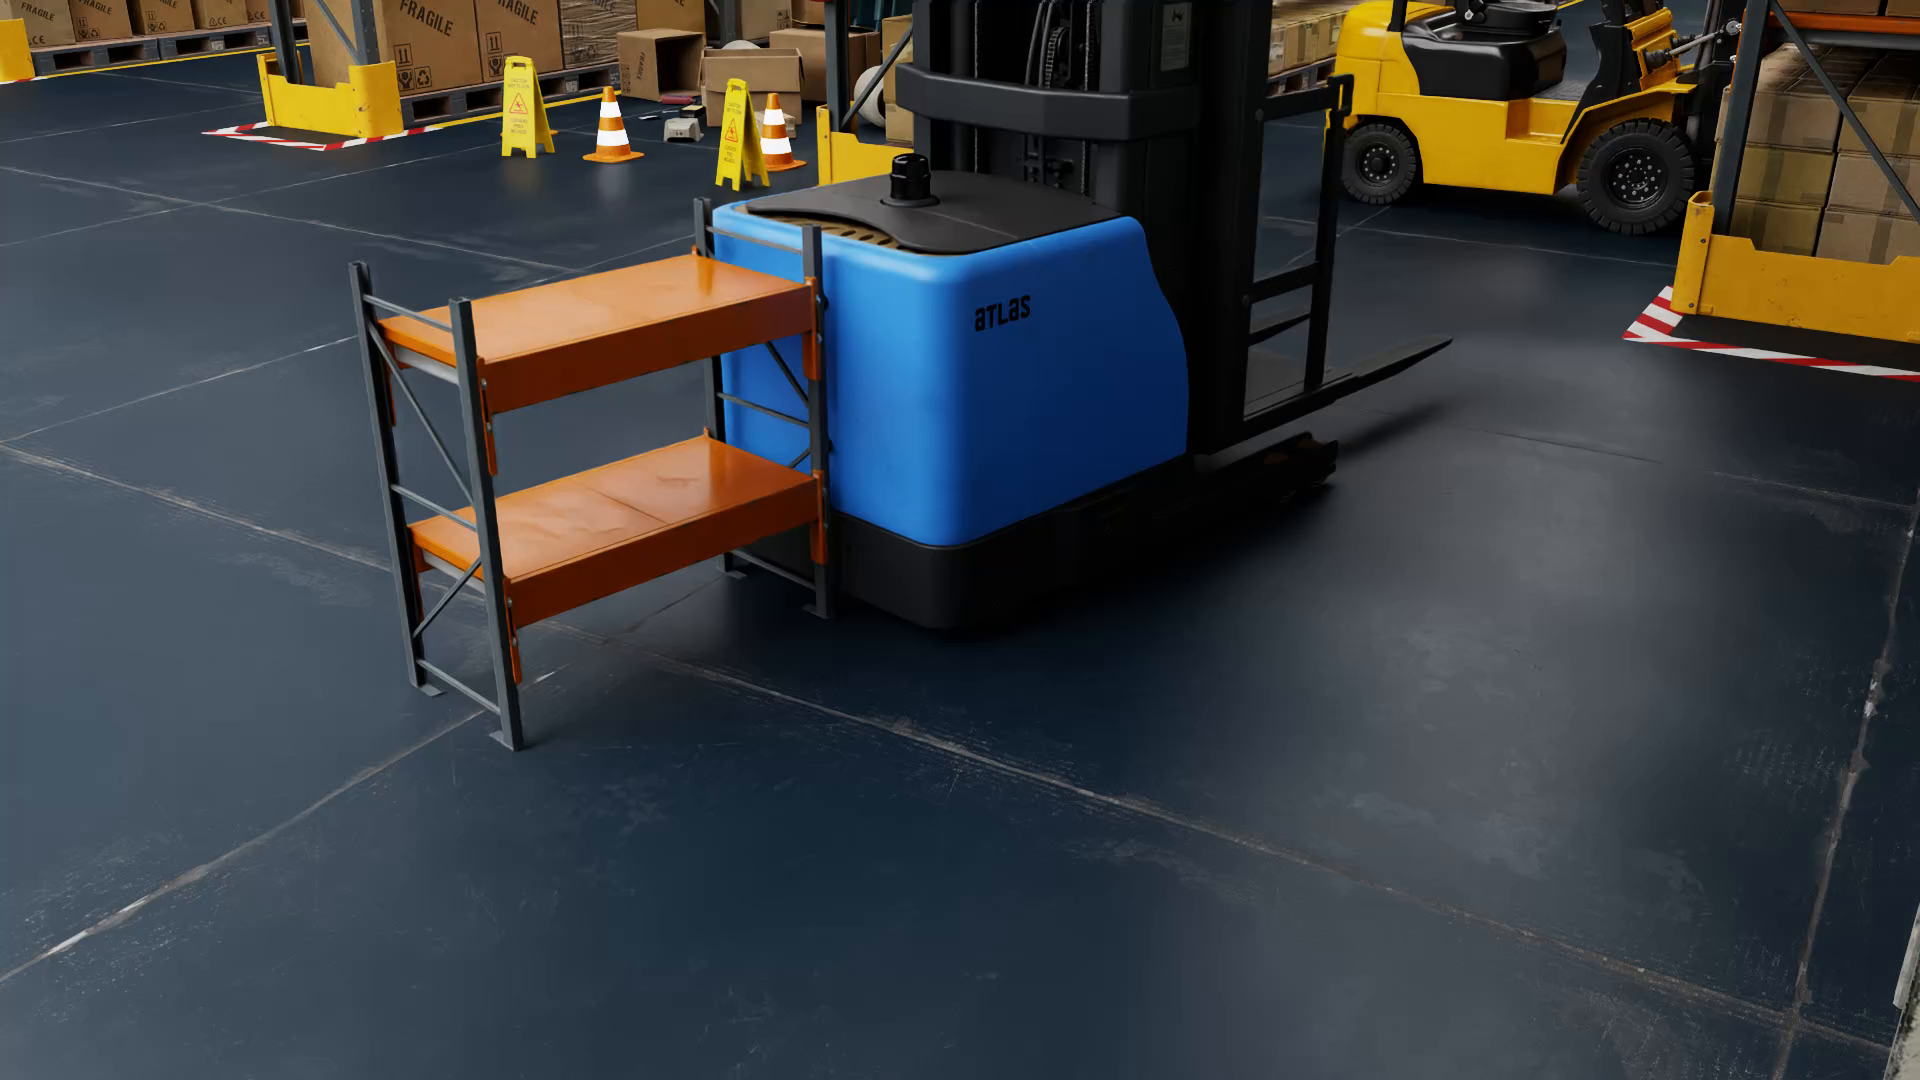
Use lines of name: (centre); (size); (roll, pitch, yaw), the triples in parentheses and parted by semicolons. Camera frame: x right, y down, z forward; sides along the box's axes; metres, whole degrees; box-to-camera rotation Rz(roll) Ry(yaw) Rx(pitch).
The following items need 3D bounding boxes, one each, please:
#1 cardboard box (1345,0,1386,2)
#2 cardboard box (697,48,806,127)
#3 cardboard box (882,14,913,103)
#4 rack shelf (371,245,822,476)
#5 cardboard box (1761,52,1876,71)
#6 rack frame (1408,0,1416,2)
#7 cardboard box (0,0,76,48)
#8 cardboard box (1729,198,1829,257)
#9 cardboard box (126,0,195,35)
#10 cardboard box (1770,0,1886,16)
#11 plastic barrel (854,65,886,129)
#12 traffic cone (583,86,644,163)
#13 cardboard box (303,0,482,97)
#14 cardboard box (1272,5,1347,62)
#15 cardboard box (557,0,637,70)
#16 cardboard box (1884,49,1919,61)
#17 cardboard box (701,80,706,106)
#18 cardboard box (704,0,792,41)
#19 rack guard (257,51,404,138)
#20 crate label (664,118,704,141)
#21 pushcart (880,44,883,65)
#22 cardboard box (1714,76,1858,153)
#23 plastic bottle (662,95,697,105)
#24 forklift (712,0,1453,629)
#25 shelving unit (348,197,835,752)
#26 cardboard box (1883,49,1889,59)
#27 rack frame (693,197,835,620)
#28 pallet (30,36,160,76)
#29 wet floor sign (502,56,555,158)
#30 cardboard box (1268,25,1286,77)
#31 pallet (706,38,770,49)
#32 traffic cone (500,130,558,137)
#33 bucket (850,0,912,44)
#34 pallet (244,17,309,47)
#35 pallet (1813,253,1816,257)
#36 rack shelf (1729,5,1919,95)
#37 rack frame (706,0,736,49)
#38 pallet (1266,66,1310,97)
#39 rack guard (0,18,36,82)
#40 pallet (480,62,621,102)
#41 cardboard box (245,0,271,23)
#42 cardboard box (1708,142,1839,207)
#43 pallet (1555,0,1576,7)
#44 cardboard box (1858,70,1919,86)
cardboard box: (3.572, -4.920, 15.618); (0.950, 0.372, 0.625); (12, 26, 25)
cardboard box: (-1.566, -3.399, 12.469); (0.797, 0.503, 0.637); (-3, 24, -7)
cardboard box: (-0.140, -3.022, 10.443); (0.500, 0.500, 0.500); (14, 27, 29)
rack shelf: (-0.902, -0.485, 4.219); (0.538, 0.278, 1.000); (21, 31, 40)
cardboard box: (4.378, -2.339, 8.551); (0.500, 0.250, 0.500); (14, 27, 30)
rack frame: (3.879, -6.122, 15.615); (1.000, 3.000, 0.127); (14, 27, 29)
cardboard box: (-8.417, -4.751, 15.067); (0.500, 0.500, 0.500); (20, 30, 38)
cardboard box: (3.857, -1.538, 7.960); (0.500, 0.250, 0.500); (14, 27, 29)
cardboard box: (-7.784, -5.167, 16.029); (0.500, 0.500, 0.500); (17, 29, 34)
cardboard box: (3.914, -2.650, 7.469); (0.500, 0.500, 0.500); (13, 27, 28)
plastic barrel: (-0.538, -3.254, 12.233); (0.421, 0.421, 0.512); (-7, 24, -17)
traffic cone: (-2.333, -2.791, 11.114); (0.336, 0.463, 0.334); (14, 27, 29)
cardboard box: (-4.298, -3.885, 12.595); (0.875, 0.875, 0.875); (14, 27, 29)
cardboard box: (2.785, -4.414, 14.450); (0.950, 0.372, 0.625); (15, 28, 31)
cardboard box: (-3.353, -4.490, 13.992); (0.875, 0.875, 0.875); (14, 27, 29)
cardboard box: (5.102, -2.402, 8.698); (0.500, 0.250, 0.500); (13, 27, 28)
cardboard box: (-1.832, -3.554, 13.126); (0.396, 0.266, 0.258); (20, 30, 38)
cardboard box: (-2.239, -5.164, 15.705); (1.050, 0.750, 0.750); (14, 27, 29)
rack guard: (-4.613, -3.270, 12.173); (1.175, 0.500, 0.348); (14, 27, 29)
crate label: (-1.971, -2.920, 11.822); (0.250, 0.136, 0.298); (1, 23, 2)
pushcart: (-0.195, -4.029, 14.082); (1.648, 0.377, 0.936); (5, 24, 11)
cardboard box: (3.856, -1.993, 7.752); (0.500, 0.250, 0.500); (15, 28, 31)
plastic bottle: (-2.231, -3.520, 13.305); (0.283, 0.061, 0.133); (5, 24, 11)
forklift: (0.640, -1.595, 5.245); (1.130, 2.935, 3.031); (21, 31, 40)
shelving unit: (-0.902, -0.217, 4.335); (0.538, 1.125, 1.048); (21, 31, 40)
cardboard box: (4.935, -2.684, 9.348); (0.500, 0.250, 0.500); (15, 28, 31)
rack frame: (-0.548, -0.362, 4.670); (0.500, 1.125, 0.032); (21, 31, 40)
pallet: (-8.262, -4.511, 15.405); (1.003, 0.211, 1.213); (14, 27, 29)
wet floor sign: (-2.933, -2.920, 11.182); (0.267, 0.644, 0.232); (9, 25, 20)
cardboard box: (2.043, -3.936, 13.345); (0.950, 0.372, 0.625); (14, 27, 30)
pallet: (-2.147, -4.771, 16.006); (1.003, 0.211, 1.213); (14, 27, 29)
traffic cone: (-3.113, -3.142, 11.926); (0.336, 0.463, 0.334); (14, 27, 29)
bucket: (-0.603, -4.441, 13.940); (0.620, 0.611, 0.726); (-6, 22, -39)
pallet: (-6.975, -5.335, 17.307); (1.003, 0.211, 1.213); (14, 27, 29)
pallet: (4.245, -1.370, 8.149); (1.003, 0.211, 1.213); (14, 27, 29)
rack shelf: (4.933, -2.728, 8.680); (1.077, 0.370, 4.000); (14, 27, 29)
rack frame: (-2.490, -5.775, 14.814); (1.000, 3.000, 0.127); (14, 27, 29)
pallet: (2.178, -3.755, 13.658); (1.003, 0.211, 1.213); (14, 27, 29)
rack guard: (-8.720, -4.377, 14.731); (1.175, 0.500, 0.348); (14, 27, 29)
pallet: (-3.600, -3.841, 13.858); (1.003, 0.211, 1.213); (14, 27, 29)
cardboard box: (-7.191, -5.572, 16.964); (0.500, 0.500, 0.500); (-18, 29, -36)
cardboard box: (3.869, -1.773, 7.872); (0.500, 0.250, 0.500); (13, 27, 28)
pallet: (7.099, -6.846, 20.798); (1.003, 0.211, 1.213); (14, 27, 29)
cardboard box: (4.552, -2.064, 7.917); (0.500, 0.250, 0.500); (14, 27, 29)
